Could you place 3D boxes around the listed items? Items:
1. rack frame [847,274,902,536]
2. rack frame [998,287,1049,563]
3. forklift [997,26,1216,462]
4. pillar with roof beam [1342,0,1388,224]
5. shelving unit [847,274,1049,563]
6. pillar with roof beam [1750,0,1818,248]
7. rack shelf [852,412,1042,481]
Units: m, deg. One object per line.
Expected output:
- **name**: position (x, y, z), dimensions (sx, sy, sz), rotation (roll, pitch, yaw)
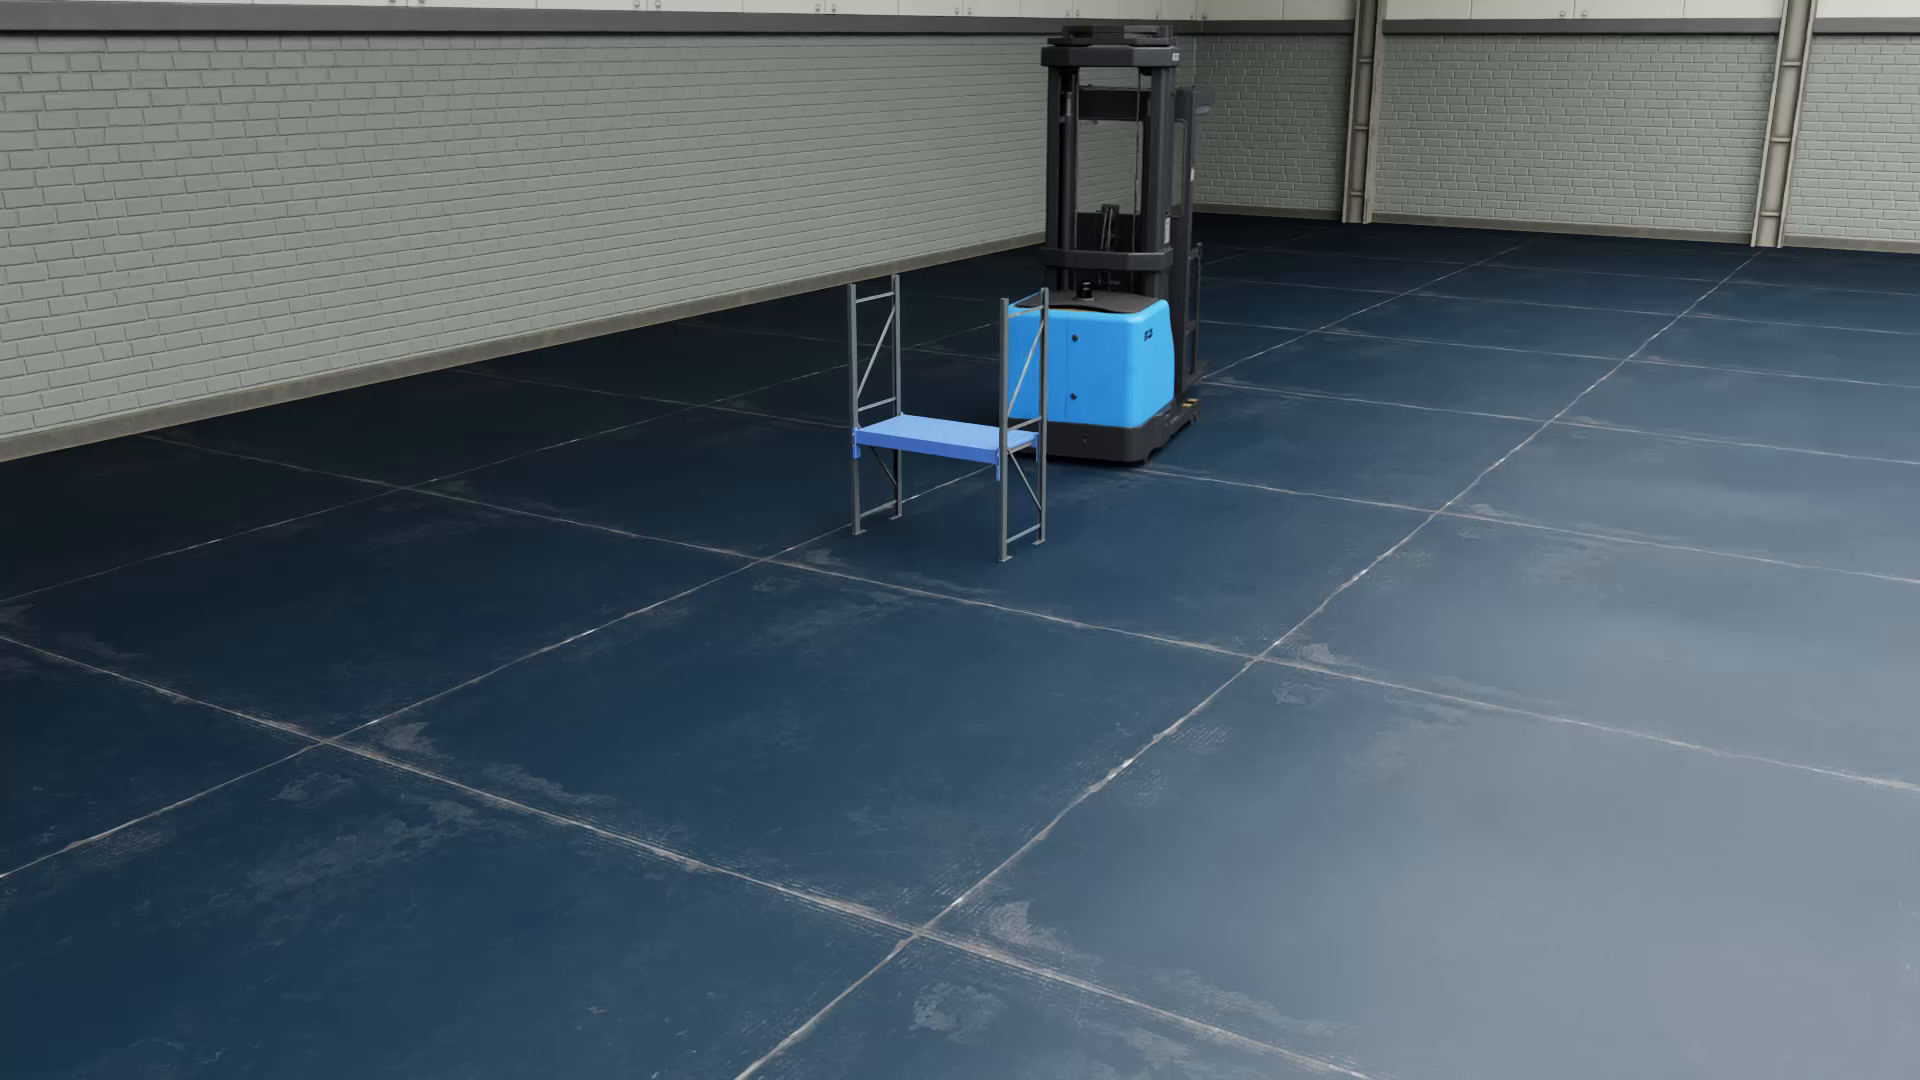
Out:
- **rack frame**: position (-0.506, -0.808, 9.960), dimensions (0.032, 1.500, 0.500), rotation (10, 20, 30)
- **rack frame**: position (0.360, -0.653, 9.451), dimensions (0.032, 1.500, 0.500), rotation (10, 20, 30)
- **forklift**: position (1.252, -2.325, 12.494), dimensions (1.130, 2.935, 3.031), rotation (6, 18, 20)
- **pillar with roof beam**: position (4.106, -8.333, 21.830), dimensions (0.400, 9.000, 9.100), rotation (10, 20, 30)
- **shelving unit**: position (-0.073, -0.731, 9.706), dimensions (1.048, 1.500, 0.538), rotation (10, 20, 30)
- **pillar with roof beam**: position (9.218, -7.420, 18.826), dimensions (0.400, 9.000, 9.100), rotation (10, 20, 30)
- **rack shelf**: position (-0.073, -0.558, 9.758), dimensions (1.000, 0.185, 0.538), rotation (10, 20, 30)
